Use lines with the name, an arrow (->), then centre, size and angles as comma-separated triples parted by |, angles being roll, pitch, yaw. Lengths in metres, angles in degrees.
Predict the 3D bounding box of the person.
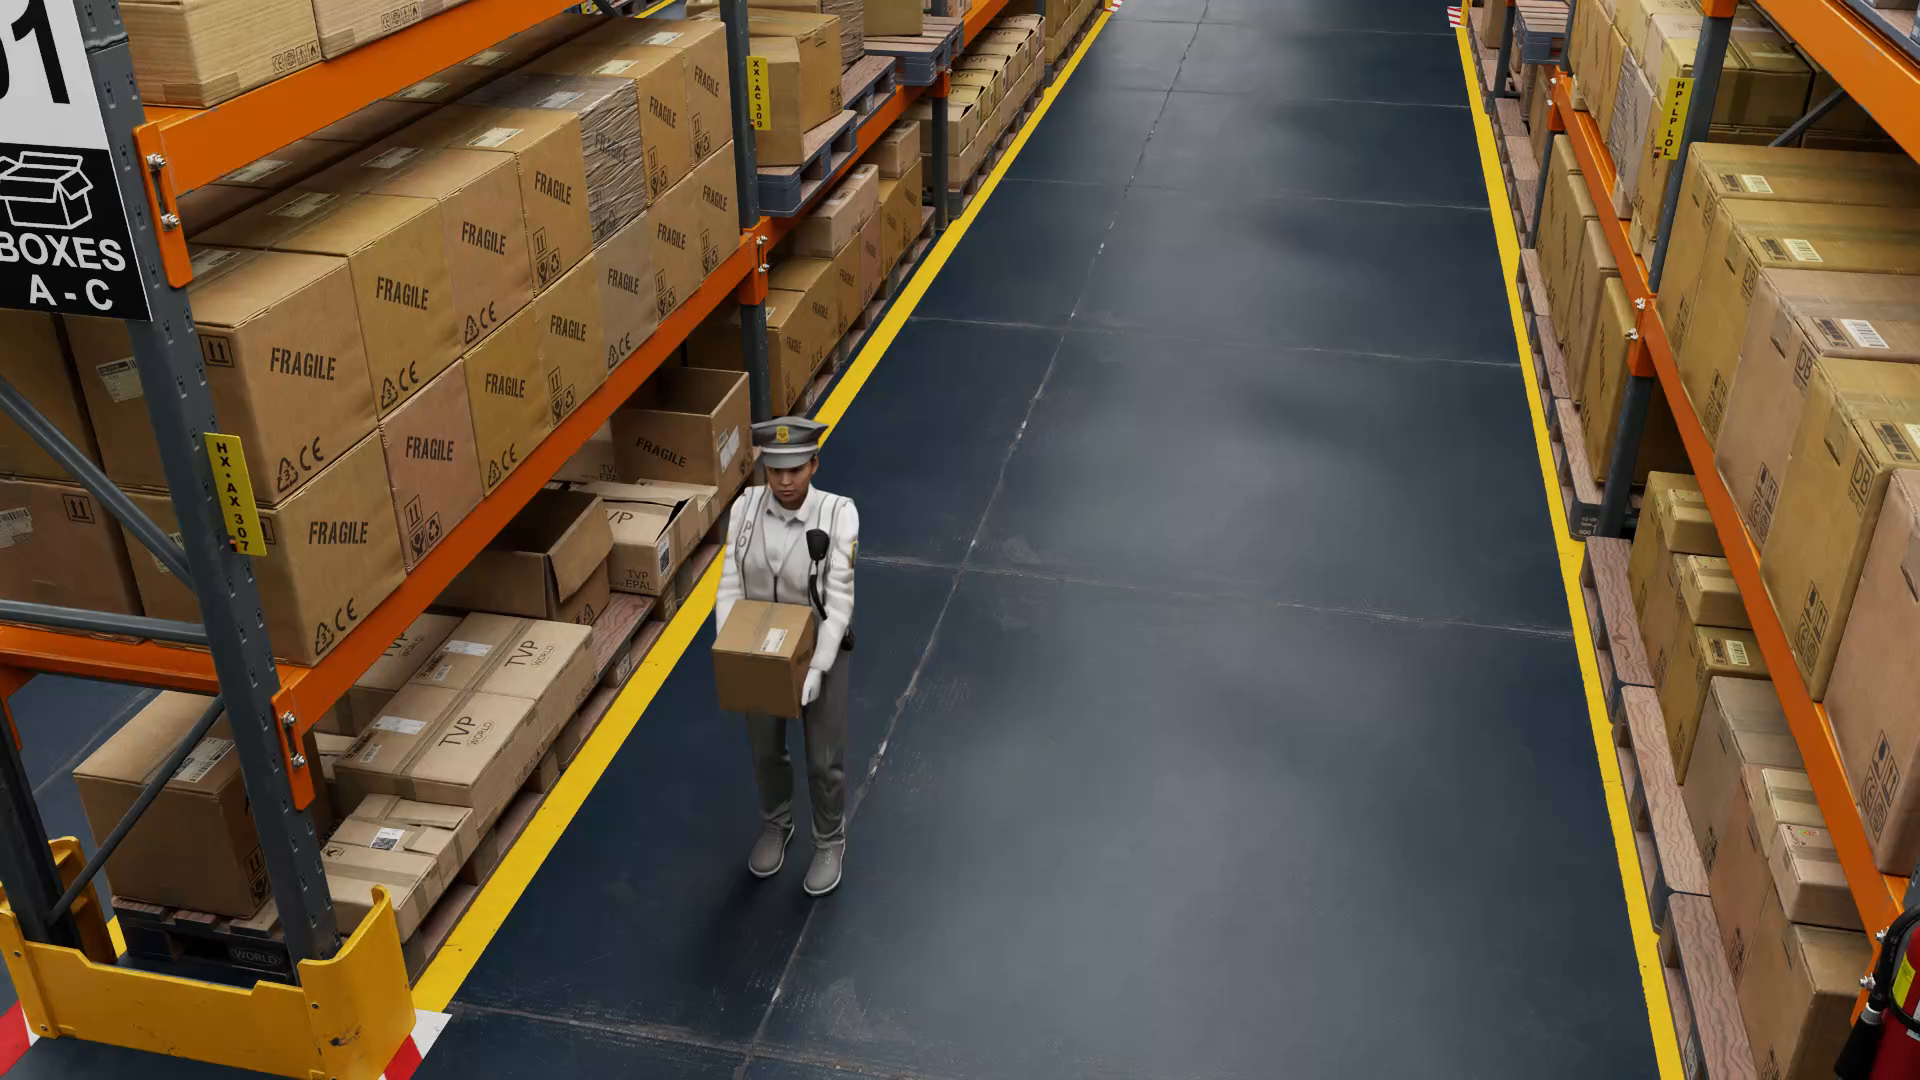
person -> -0.556, 0.404, 5.374 | 0.446, 1.691, 0.518 | 6, 30, 10
